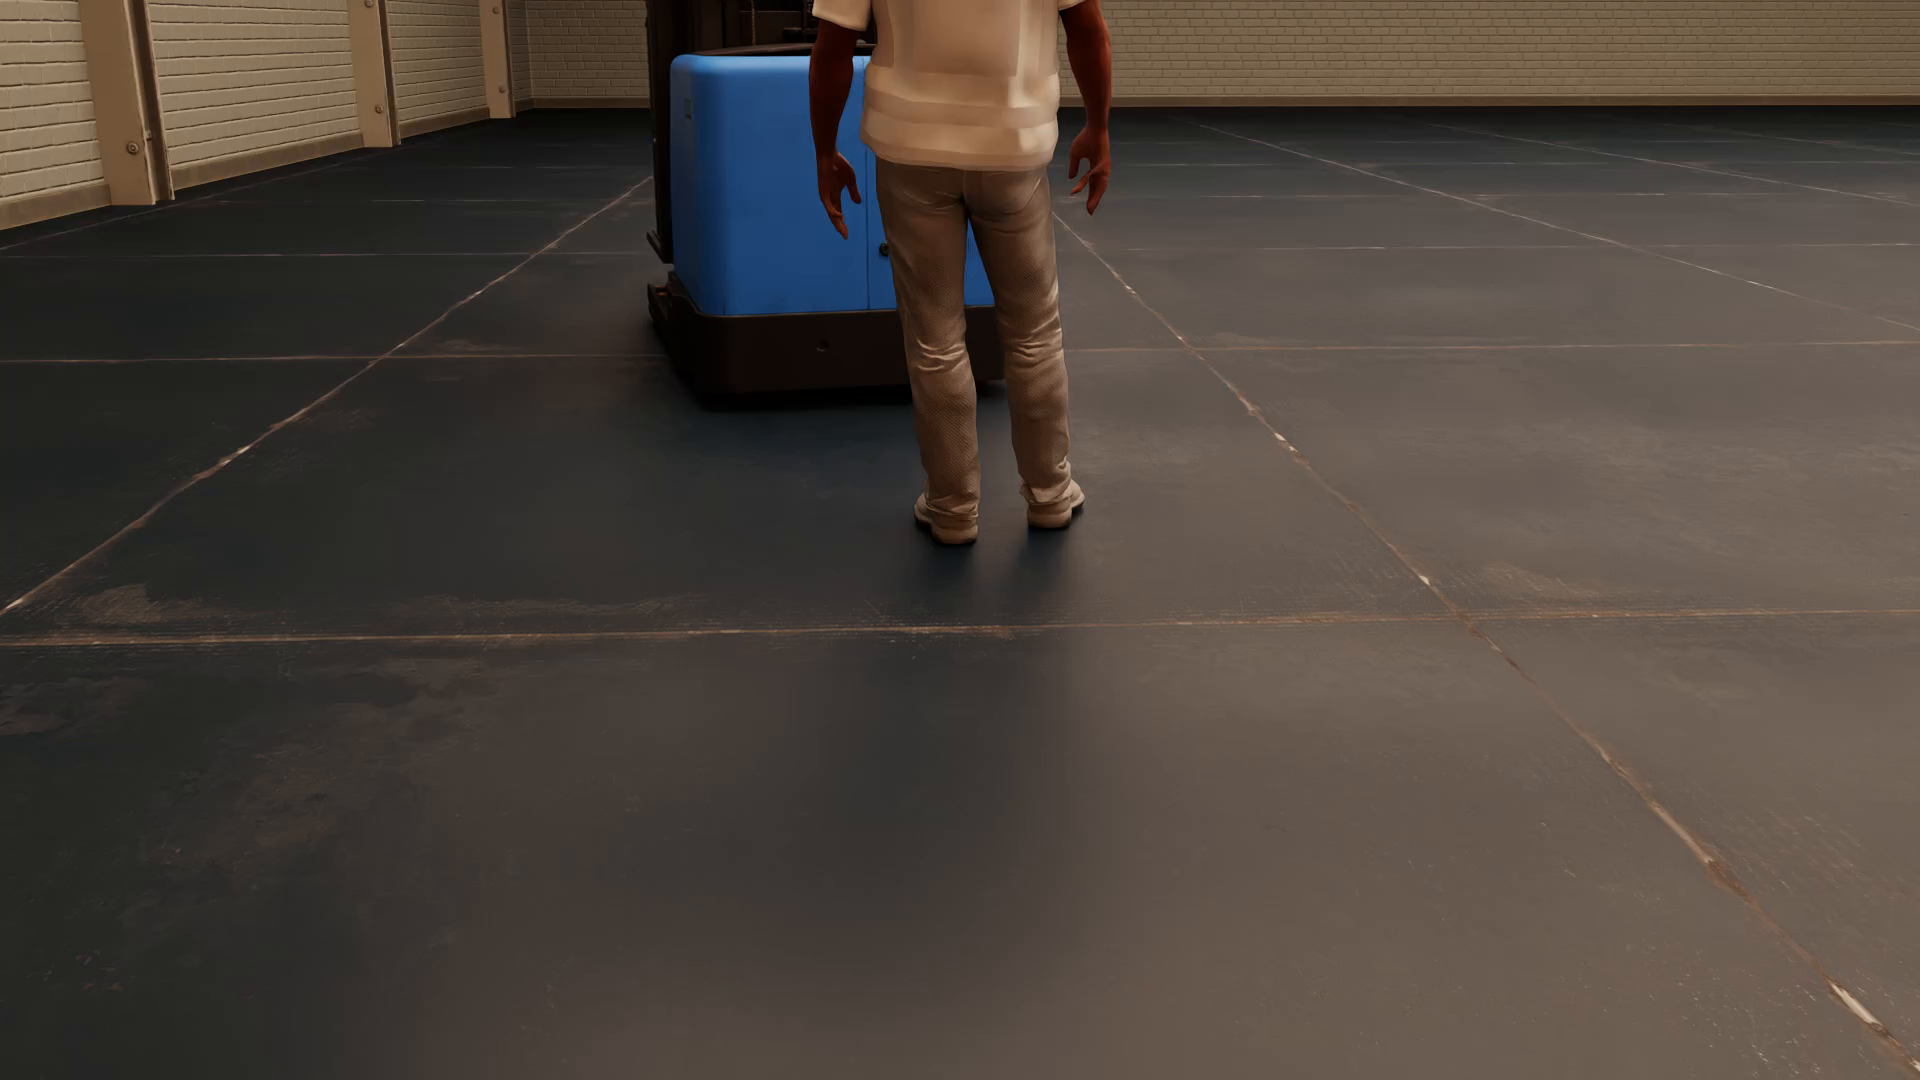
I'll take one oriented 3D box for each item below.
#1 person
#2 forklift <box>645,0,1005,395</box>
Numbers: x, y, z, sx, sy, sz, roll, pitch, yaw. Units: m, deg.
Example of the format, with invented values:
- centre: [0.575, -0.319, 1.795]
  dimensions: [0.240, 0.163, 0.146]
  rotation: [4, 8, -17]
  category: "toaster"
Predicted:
- centre: [0.007, -0.877, 3.640]
  dimensions: [0.665, 1.706, 0.420]
  rotation: [-1, 17, -3]
  category: "person"
- centre: [-0.656, -2.247, 6.254]
  dimensions: [1.130, 2.935, 3.031]
  rotation: [-4, 18, -14]
  category: "forklift"
